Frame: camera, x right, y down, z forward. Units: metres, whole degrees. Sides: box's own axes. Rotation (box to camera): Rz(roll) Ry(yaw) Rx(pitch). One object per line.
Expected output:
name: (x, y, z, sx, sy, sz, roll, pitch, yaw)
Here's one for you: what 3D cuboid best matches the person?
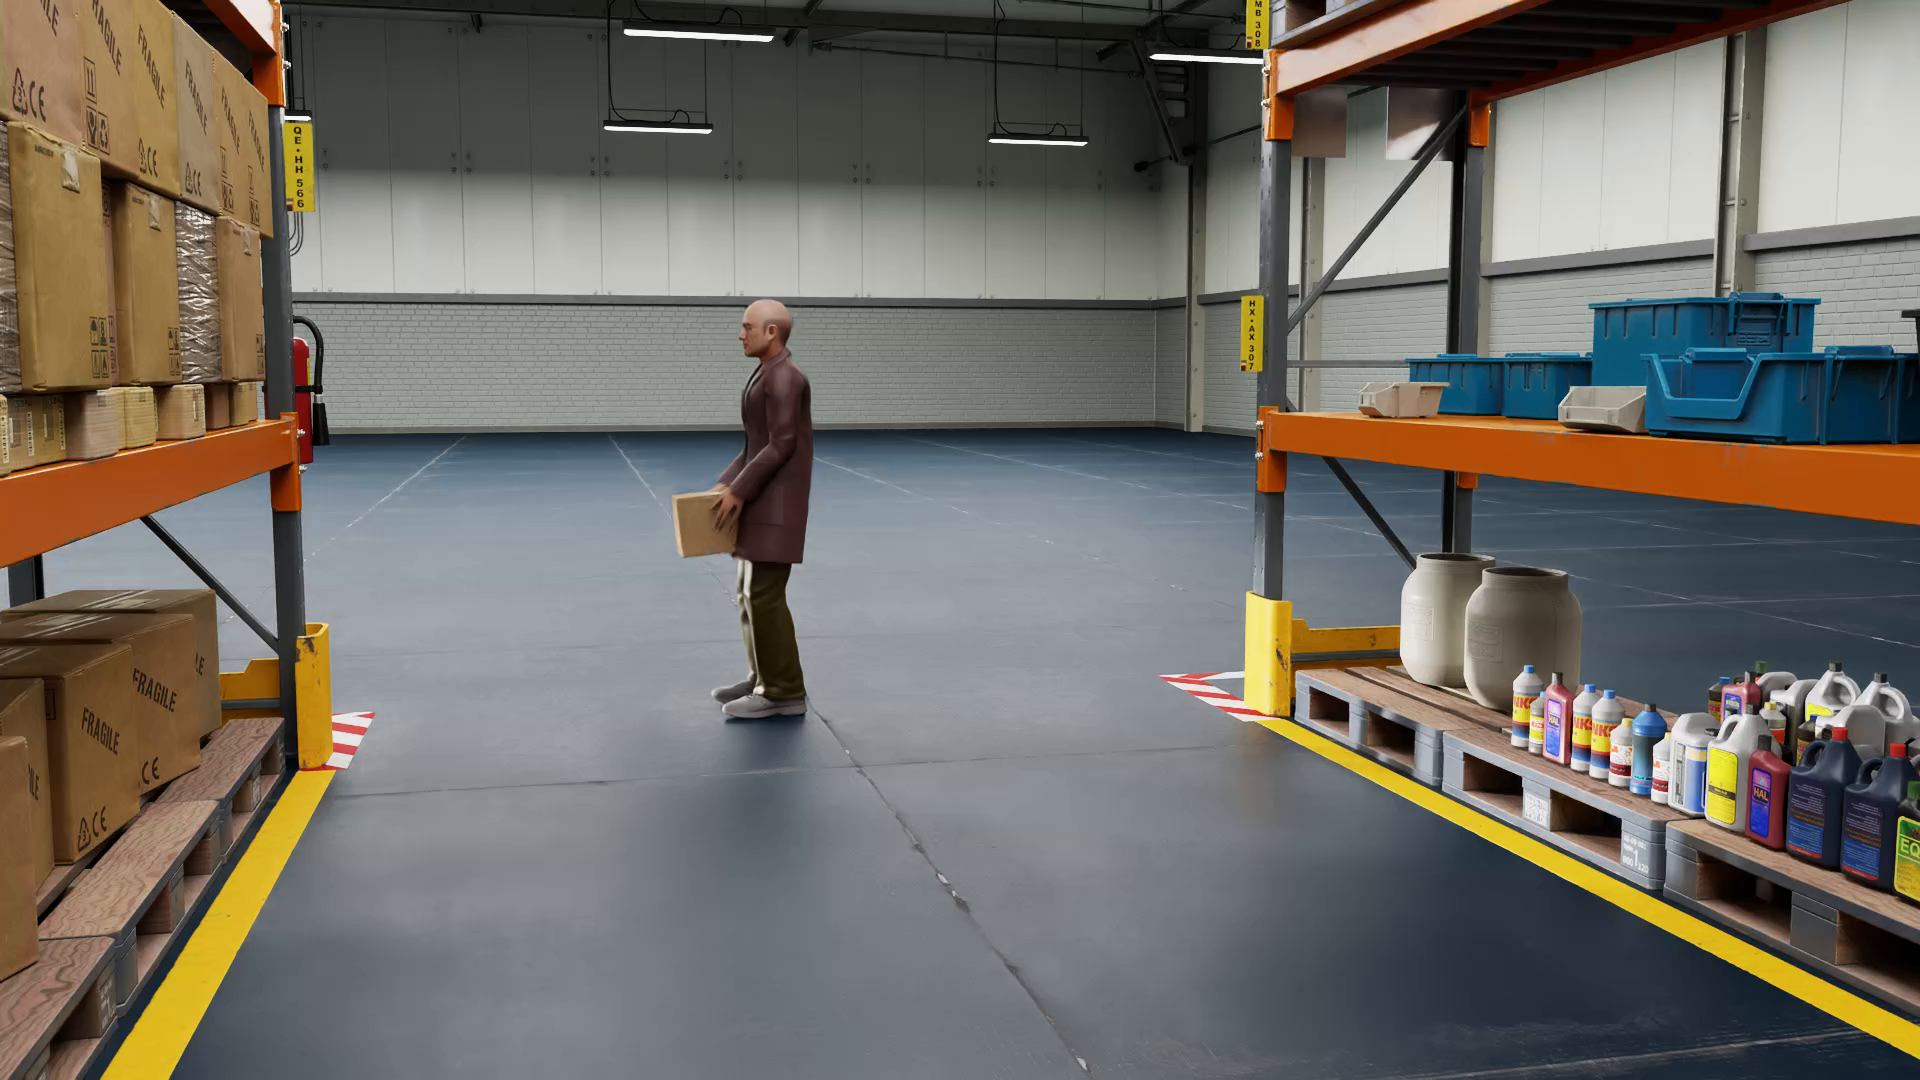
person: (-0.867, -0.140, 7.177, 0.455, 1.782, 0.577, -2, 6, -15)
